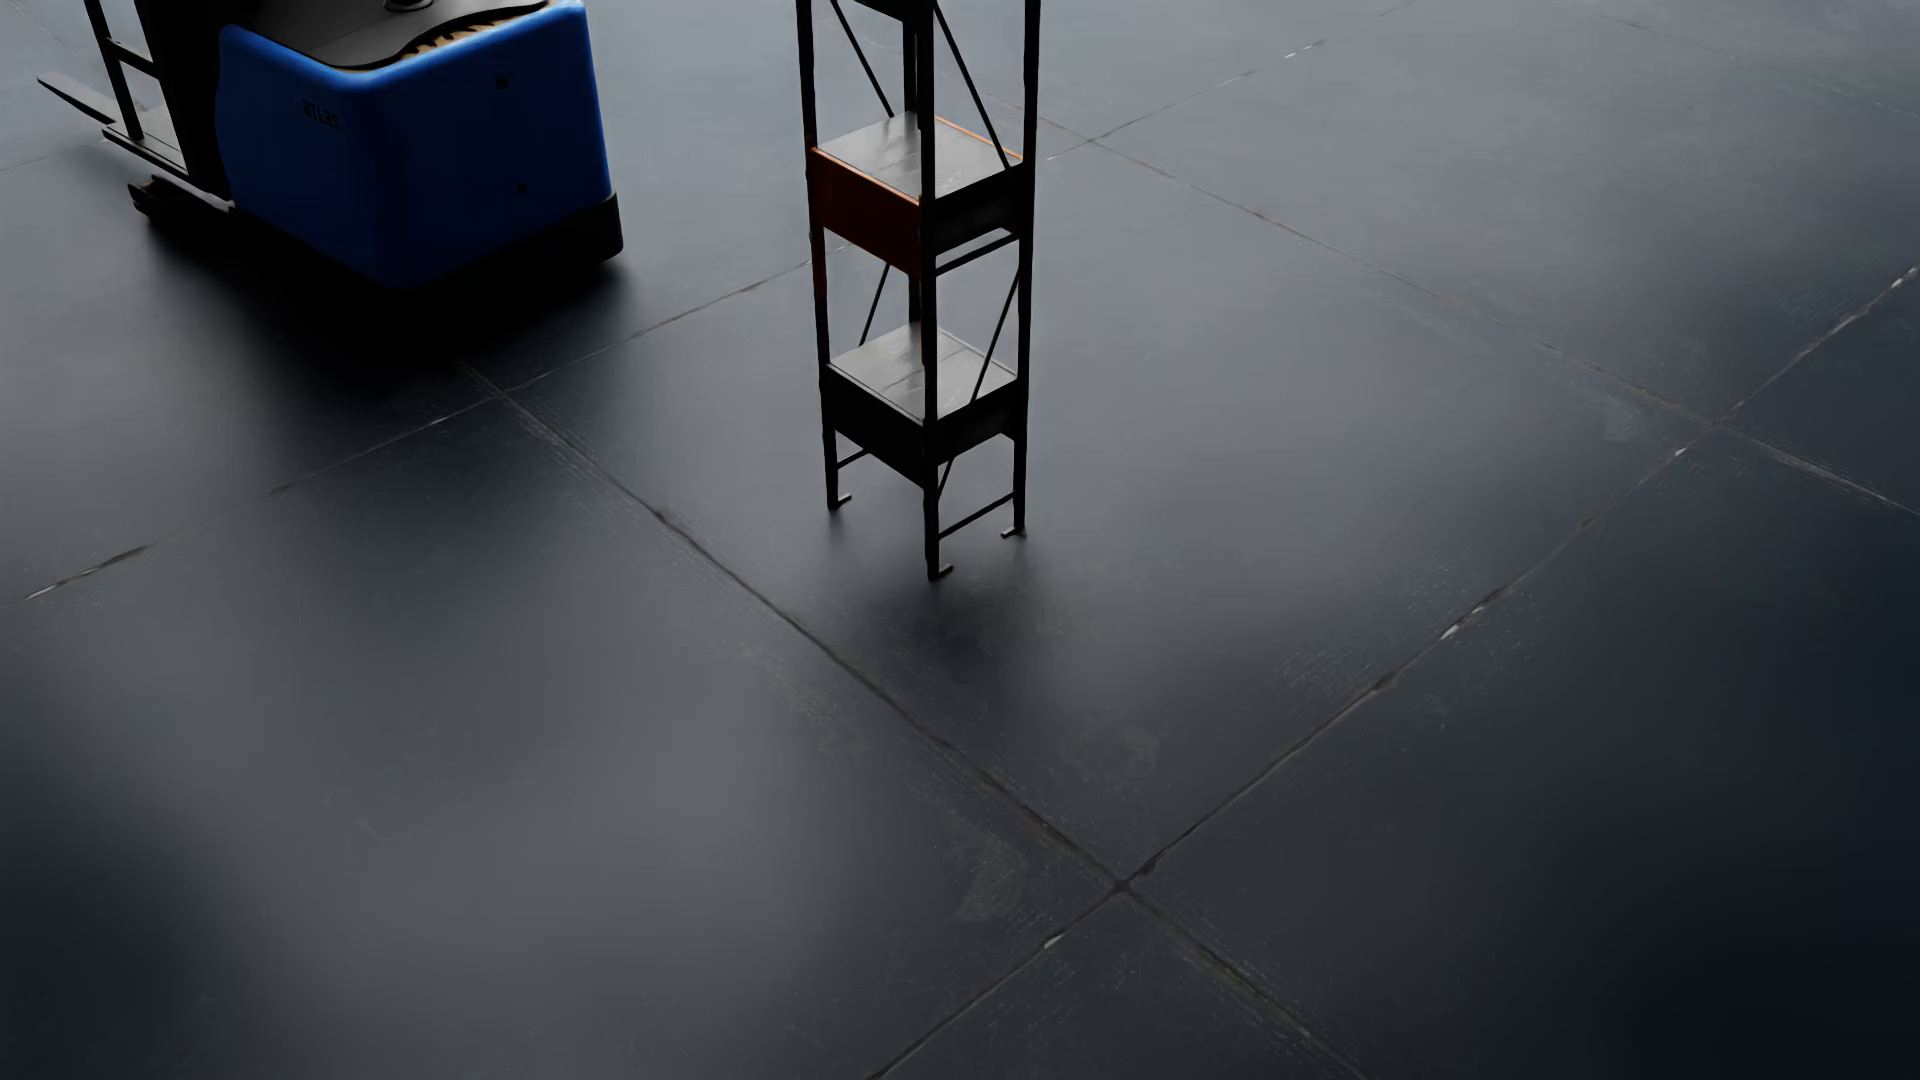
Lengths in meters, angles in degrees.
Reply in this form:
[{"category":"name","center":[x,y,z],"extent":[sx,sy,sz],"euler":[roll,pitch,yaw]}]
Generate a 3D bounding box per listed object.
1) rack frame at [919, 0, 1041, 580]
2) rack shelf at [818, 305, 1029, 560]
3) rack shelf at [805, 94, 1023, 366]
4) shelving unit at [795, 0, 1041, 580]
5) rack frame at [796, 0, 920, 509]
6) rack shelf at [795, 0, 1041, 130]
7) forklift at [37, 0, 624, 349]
[{"category":"rack frame","center":[0.053,-0.781,4.545],"extent":[0.400,2.100,0.015],"euler":[-30,48,-32]},{"category":"rack shelf","center":[-0.112,-0.338,5.134],"extent":[0.431,0.518,0.480],"euler":[-30,48,-32]},{"category":"rack shelf","center":[-0.112,-0.883,4.694],"extent":[0.431,0.518,0.480],"euler":[-30,48,-32]},{"category":"shelving unit","center":[-0.112,-0.893,4.685],"extent":[0.431,2.100,0.503],"euler":[-30,48,-32]},{"category":"rack frame","center":[-0.277,-1.006,4.825],"extent":[0.400,2.100,0.015],"euler":[-30,48,-32]},{"category":"rack shelf","center":[-0.112,-1.427,4.254],"extent":[0.431,0.518,0.480],"euler":[-30,48,-32]},{"category":"forklift","center":[-2.782,-2.606,6.144],"extent":[3.031,2.935,1.130],"euler":[28,47,30]}]
